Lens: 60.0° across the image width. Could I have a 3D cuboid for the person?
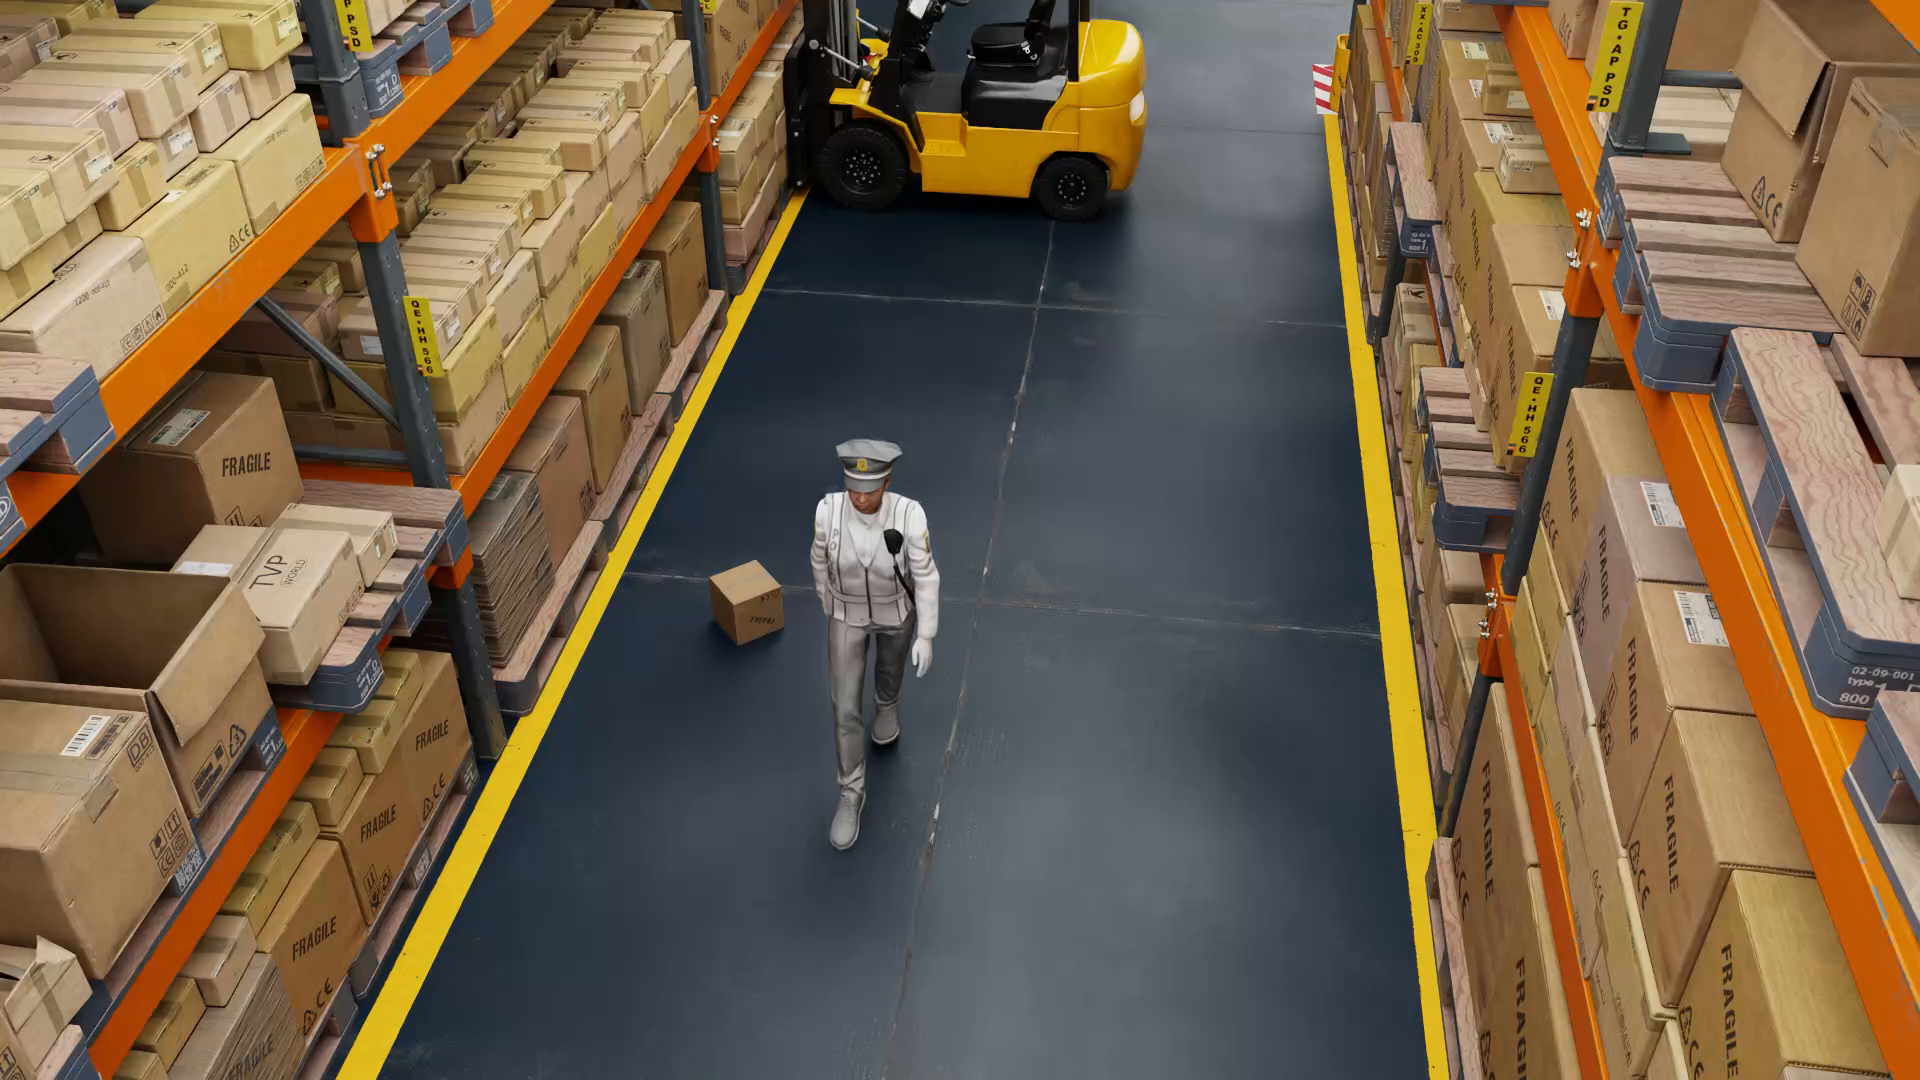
[{"bbox_3d":[-0.333,0.331,6.574,0.512,1.675,0.851,-1,36,-1],"label":"person"}]
